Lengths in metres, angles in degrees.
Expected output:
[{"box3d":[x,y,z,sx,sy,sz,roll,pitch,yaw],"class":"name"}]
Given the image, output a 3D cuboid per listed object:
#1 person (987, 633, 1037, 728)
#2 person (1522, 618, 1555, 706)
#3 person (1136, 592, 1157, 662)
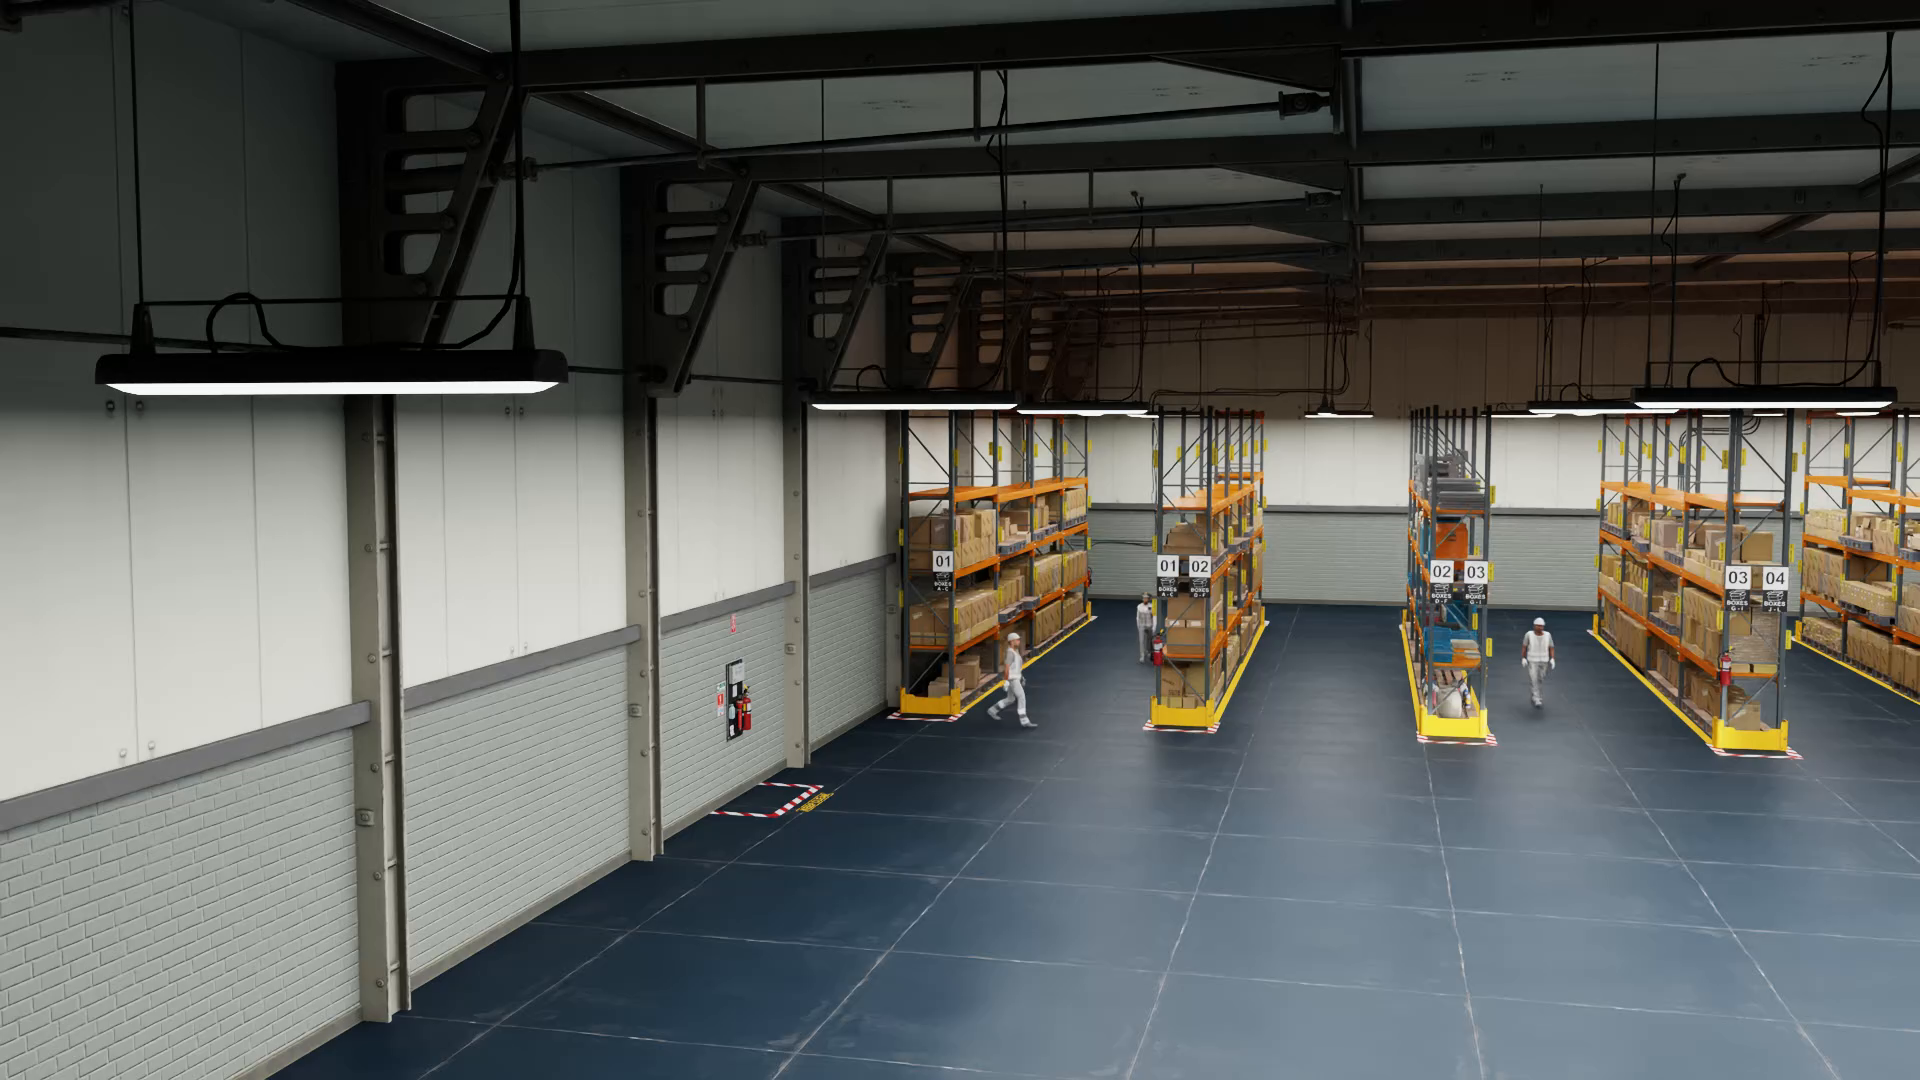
[{"box3d":[0.974,2.610,31.185,0.994,1.751,0.542,1,4,10],"class":"person"},{"box3d":[11.645,2.436,33.422,0.571,1.734,1.011,0,4,5],"class":"person"},{"box3d":[4.436,2.050,39.556,0.507,1.624,1.034,1,4,11],"class":"person"}]
